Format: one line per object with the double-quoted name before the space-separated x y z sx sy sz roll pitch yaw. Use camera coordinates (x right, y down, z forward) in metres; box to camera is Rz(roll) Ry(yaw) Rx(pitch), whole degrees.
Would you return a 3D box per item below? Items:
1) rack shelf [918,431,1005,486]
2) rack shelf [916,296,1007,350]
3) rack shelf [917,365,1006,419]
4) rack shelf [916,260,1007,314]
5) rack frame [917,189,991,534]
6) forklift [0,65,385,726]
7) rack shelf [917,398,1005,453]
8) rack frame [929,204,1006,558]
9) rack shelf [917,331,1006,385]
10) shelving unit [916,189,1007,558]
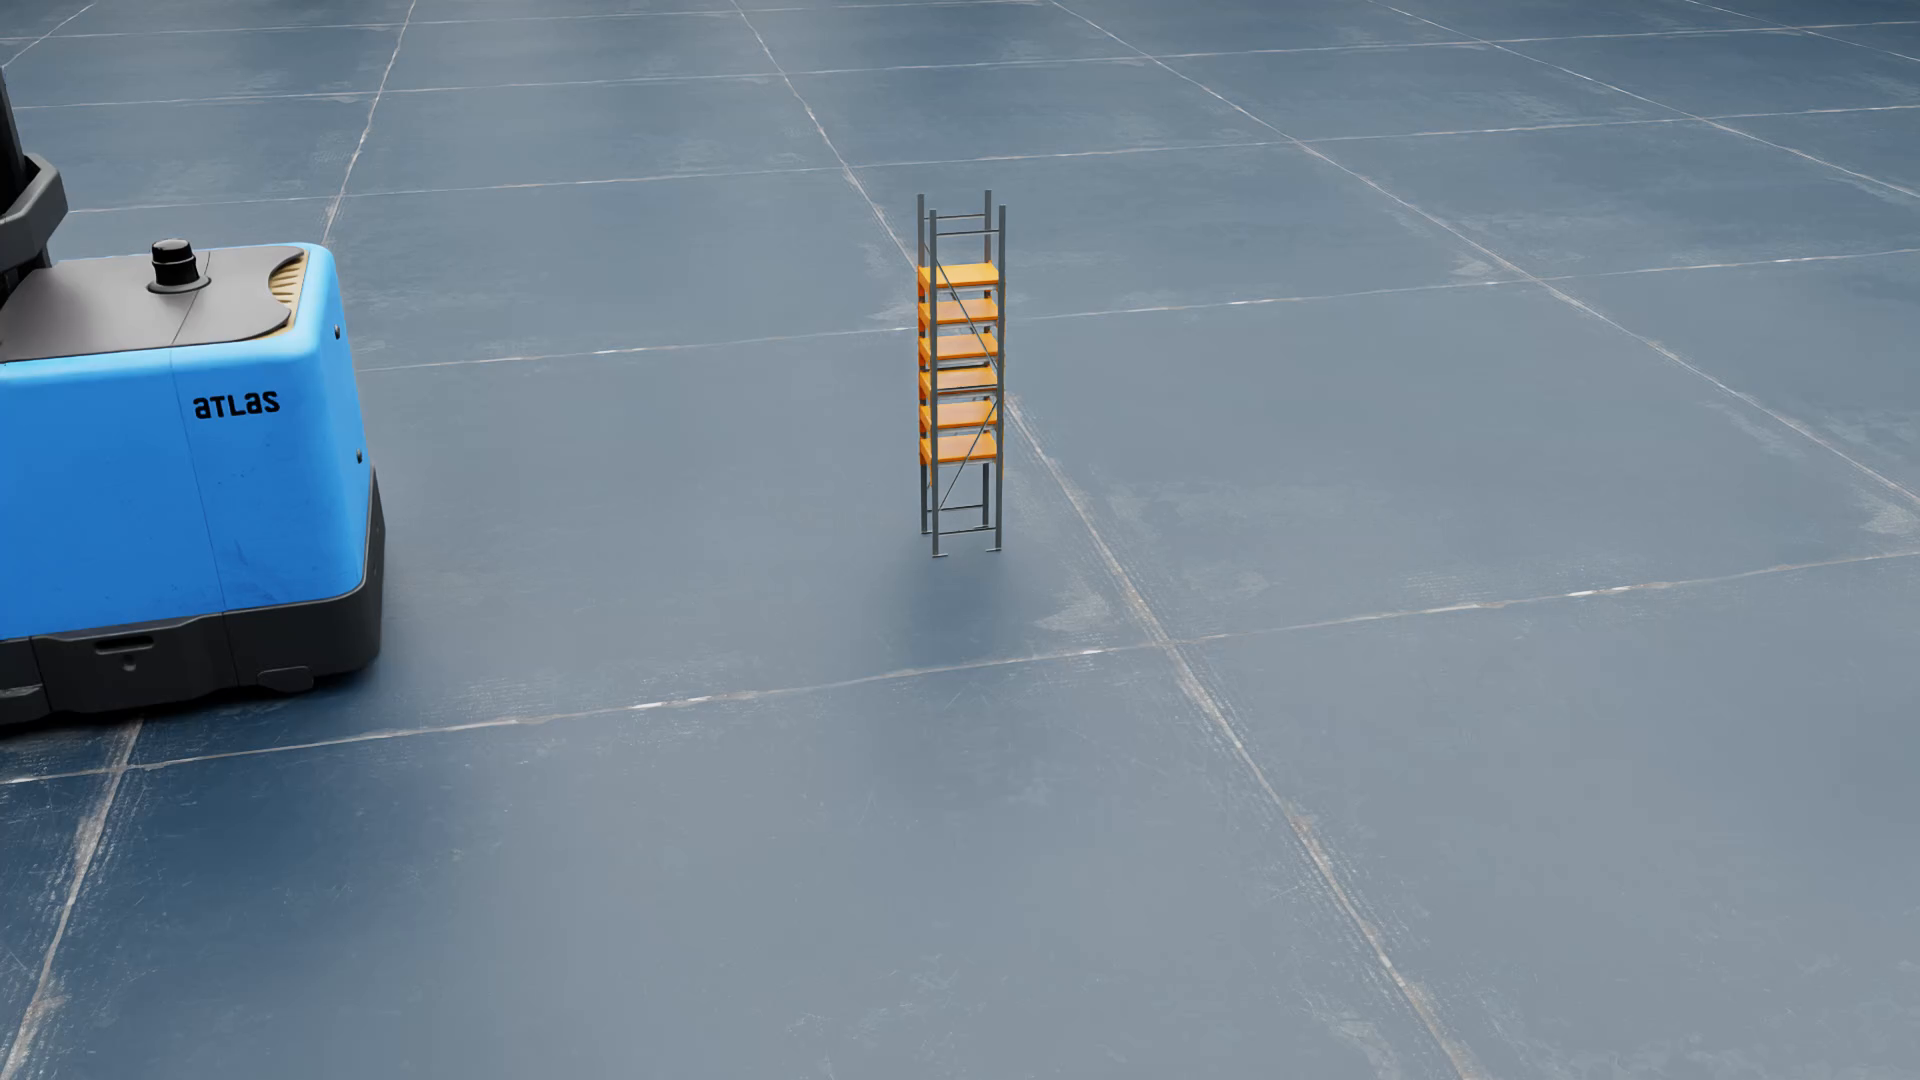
"rack shelf" 0.003 -0.275 5.595 0.258 0.103 0.180 -6 27 -12
"rack shelf" 0.003 -0.704 5.379 0.258 0.103 0.180 -6 27 -12
"rack shelf" 0.003 -0.490 5.487 0.258 0.103 0.180 -6 27 -12
"rack shelf" 0.003 -0.811 5.325 0.258 0.103 0.180 -6 27 -12
"rack frame" -0.017 -0.569 5.547 0.240 1.200 0.006 -6 27 -12
"forklift" -3.297 -0.910 4.300 3.031 2.935 1.130 -7 28 -14
"rack shelf" 0.003 -0.382 5.541 0.258 0.103 0.180 -6 27 -12
"rack frame" 0.024 -0.489 5.387 0.240 1.200 0.006 -6 27 -12
"rack shelf" 0.003 -0.597 5.433 0.258 0.103 0.180 -6 27 -12
"shelving unit" 0.003 -0.529 5.467 0.258 1.200 0.189 -6 27 -12
